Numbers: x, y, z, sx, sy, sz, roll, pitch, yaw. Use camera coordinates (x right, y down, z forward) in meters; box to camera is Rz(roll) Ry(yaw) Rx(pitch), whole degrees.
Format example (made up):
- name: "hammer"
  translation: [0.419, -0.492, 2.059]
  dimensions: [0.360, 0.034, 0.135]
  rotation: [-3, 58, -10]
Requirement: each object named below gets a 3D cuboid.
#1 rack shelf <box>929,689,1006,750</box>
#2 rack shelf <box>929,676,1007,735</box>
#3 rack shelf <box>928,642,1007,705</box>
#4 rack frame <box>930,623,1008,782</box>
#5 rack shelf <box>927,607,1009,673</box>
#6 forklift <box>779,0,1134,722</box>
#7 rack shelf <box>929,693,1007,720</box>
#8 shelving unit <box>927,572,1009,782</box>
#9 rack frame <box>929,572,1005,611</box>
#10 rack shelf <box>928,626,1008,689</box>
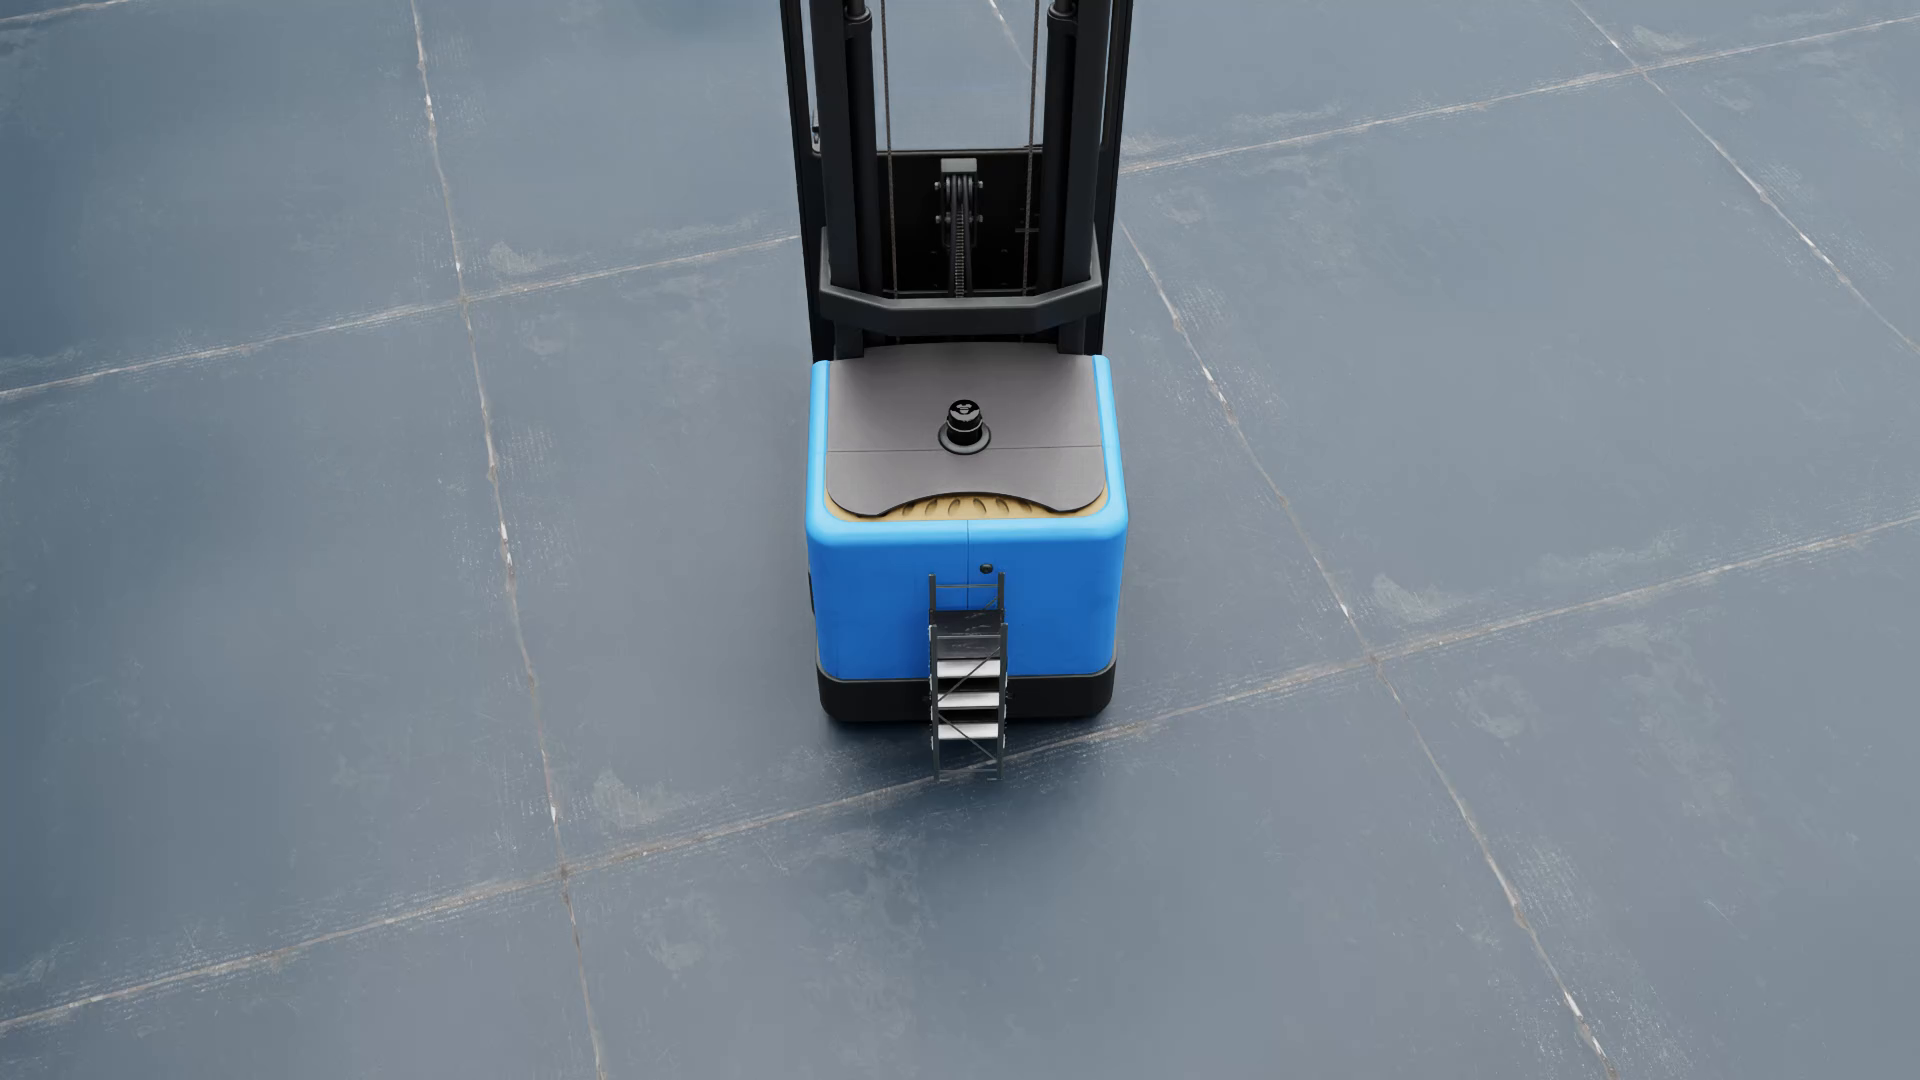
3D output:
- name: "rack shelf"
  translation: [0.025, 0.612, 5.714]
  dimensions: [0.258, 0.077, 0.200]
  rotation: [-1, 50, -1]
- name: "rack shelf"
  translation: [0.025, 0.554, 5.645]
  dimensions: [0.258, 0.077, 0.200]
  rotation: [-1, 50, -1]
- name: "rack shelf"
  translation: [0.025, 0.438, 5.507]
  dimensions: [0.258, 0.077, 0.200]
  rotation: [-1, 50, -1]
- name: "rack frame"
  translation: [0.028, 0.553, 5.485]
  dimensions: [0.240, 0.900, 0.006]
  rotation: [-1, 50, -1]
- name: "rack shelf"
  translation: [0.025, 0.322, 5.370]
  dimensions: [0.258, 0.077, 0.200]
  rotation: [-1, 50, -1]
- name: "forklift"
  translation: [-0.018, -1.420, 5.820]
  dimensions: [1.130, 2.935, 3.031]
  rotation: [-1, 50, -1]
- name: "rack shelf"
  translation: [0.025, 0.496, 5.576]
  dimensions: [0.258, 0.077, 0.200]
  rotation: [-1, 50, -1]
- name: "shelving unit"
  translation: [0.025, 0.475, 5.551]
  dimensions: [0.258, 0.900, 0.210]
  rotation: [-1, 50, -1]
- name: "rack frame"
  translation: [0.022, 0.397, 5.616]
  dimensions: [0.240, 0.900, 0.006]
  rotation: [-1, 50, -1]
- name: "rack shelf"
  translation: [0.025, 0.380, 5.439]
  dimensions: [0.258, 0.077, 0.200]
  rotation: [-1, 50, -1]
